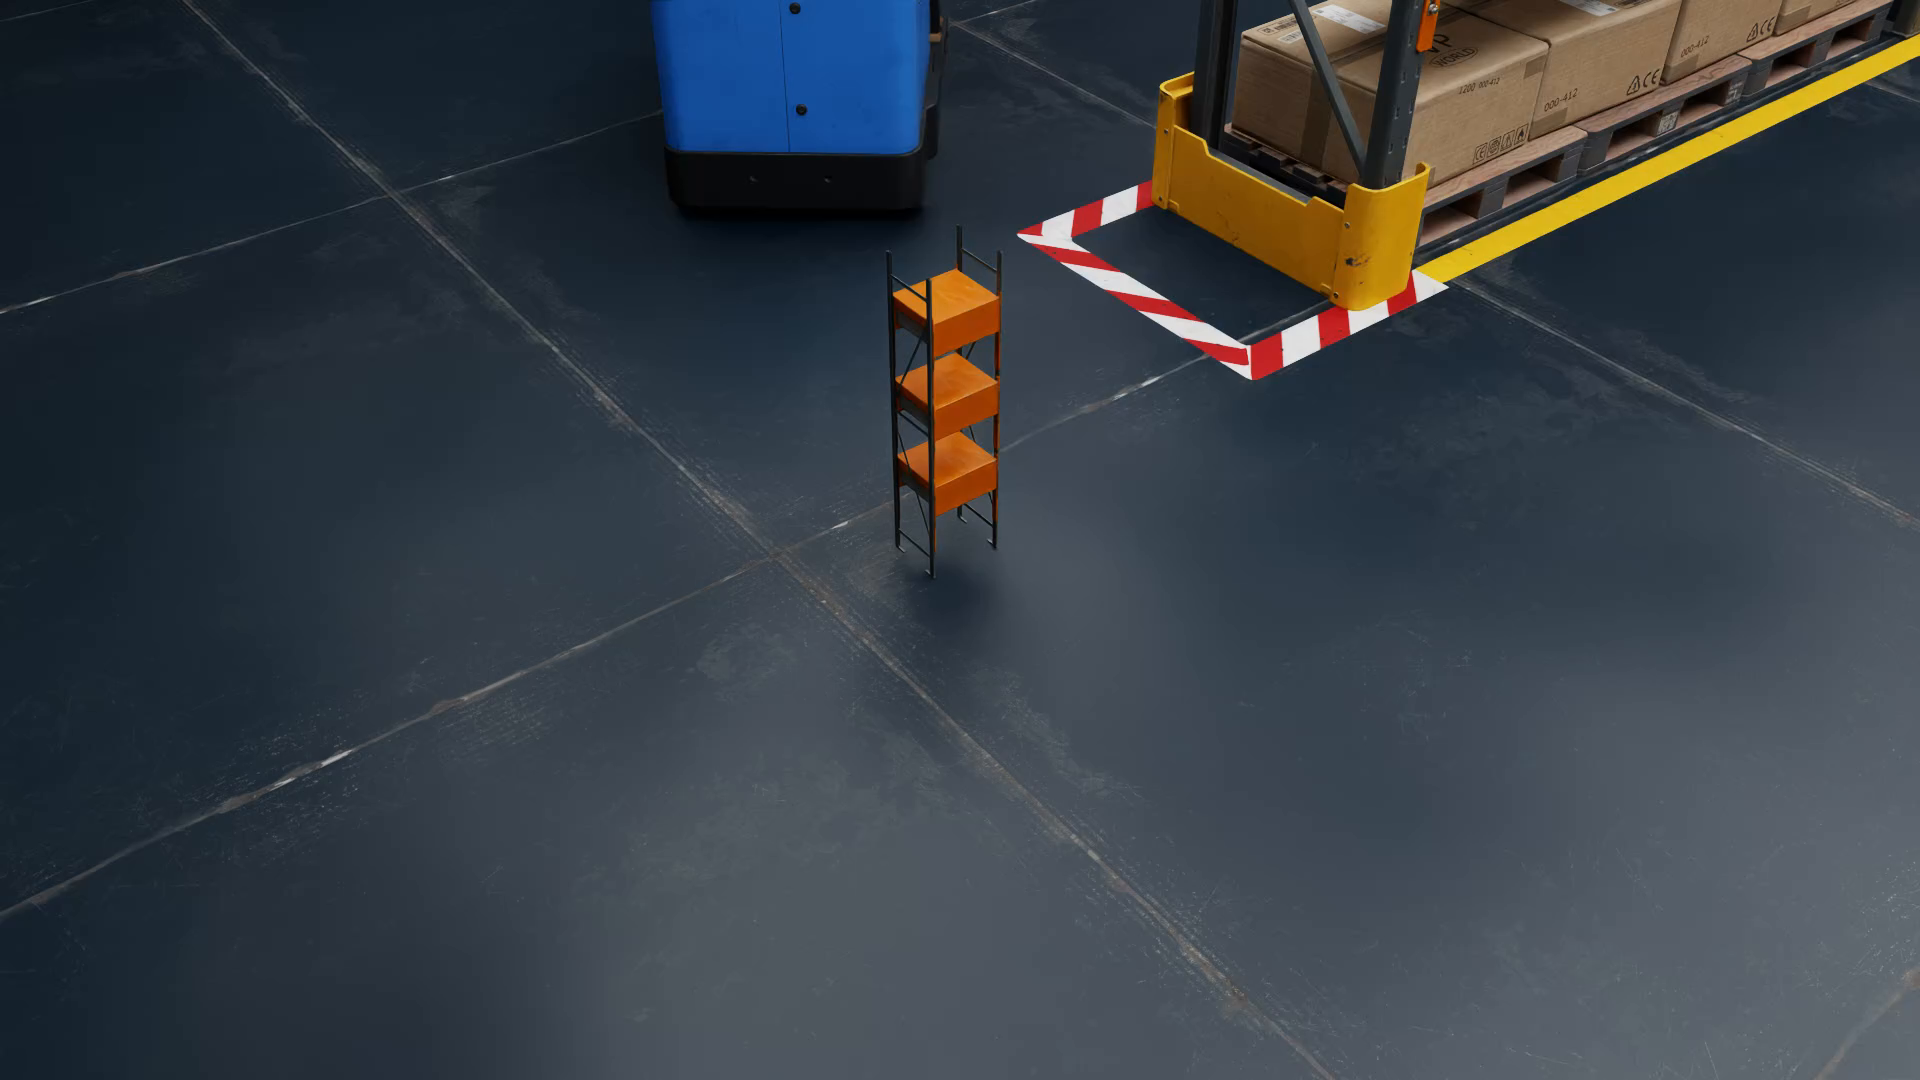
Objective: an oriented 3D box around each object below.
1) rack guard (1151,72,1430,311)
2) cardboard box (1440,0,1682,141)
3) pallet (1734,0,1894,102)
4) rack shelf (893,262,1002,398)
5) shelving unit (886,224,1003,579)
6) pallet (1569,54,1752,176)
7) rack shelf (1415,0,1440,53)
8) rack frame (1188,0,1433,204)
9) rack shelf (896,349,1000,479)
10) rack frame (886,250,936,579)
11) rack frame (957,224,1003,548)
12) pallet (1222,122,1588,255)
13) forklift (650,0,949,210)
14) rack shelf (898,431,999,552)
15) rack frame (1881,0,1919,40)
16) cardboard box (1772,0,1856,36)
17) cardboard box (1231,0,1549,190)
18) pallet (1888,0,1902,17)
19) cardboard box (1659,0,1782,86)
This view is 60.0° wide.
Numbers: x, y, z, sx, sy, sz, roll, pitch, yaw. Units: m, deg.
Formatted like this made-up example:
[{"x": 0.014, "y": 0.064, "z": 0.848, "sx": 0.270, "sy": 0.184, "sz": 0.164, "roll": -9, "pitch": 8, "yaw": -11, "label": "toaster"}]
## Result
[{"x": 1.269, "y": -1.405, "z": 6.568, "sx": 0.348, "sy": 0.500, "sz": 1.175, "roll": -26, "pitch": 46, "yaw": -28, "label": "rack guard"}, {"x": 2.471, "y": -2.215, "z": 7.274, "sx": 0.875, "sy": 0.438, "sz": 0.875, "roll": -25, "pitch": 45, "yaw": -27, "label": "cardboard box"}, {"x": 3.809, "y": -2.593, "z": 8.245, "sx": 1.213, "sy": 0.211, "sz": 1.003, "roll": -26, "pitch": 46, "yaw": -28, "label": "pallet"}, {"x": -0.042, "y": -0.596, "z": 4.719, "sx": 0.240, "sy": 0.259, "sz": 0.215, "roll": -26, "pitch": 46, "yaw": -28, "label": "rack shelf"}, {"x": -0.042, "y": -0.385, "z": 4.892, "sx": 0.252, "sy": 1.050, "sz": 0.215, "roll": -26, "pitch": 46, "yaw": -28, "label": "shelving unit"}, {"x": 2.841, "y": -2.119, "z": 7.667, "sx": 1.213, "sy": 0.211, "sz": 1.003, "roll": -26, "pitch": 46, "yaw": -28, "label": "pallet"}, {"x": 2.874, "y": -2.875, "z": 6.957, "sx": 4.000, "sy": 0.370, "sz": 1.077, "roll": -26, "pitch": 46, "yaw": -28, "label": "rack shelf"}, {"x": 1.288, "y": -2.380, "z": 5.786, "sx": 0.127, "sy": 3.000, "sz": 1.000, "roll": -26, "pitch": 46, "yaw": -28, "label": "rack frame"}, {"x": -0.042, "y": -0.377, "z": 4.899, "sx": 0.240, "sy": 0.259, "sz": 0.215, "roll": -26, "pitch": 46, "yaw": -28, "label": "rack shelf"}, {"x": -0.139, "y": -0.338, "z": 4.834, "sx": 0.008, "sy": 1.050, "sz": 0.200, "roll": -26, "pitch": 46, "yaw": -28, "label": "rack frame"}, {"x": 0.054, "y": -0.432, "z": 4.949, "sx": 0.008, "sy": 1.050, "sz": 0.200, "roll": -26, "pitch": 46, "yaw": -28, "label": "rack frame"}, {"x": 1.874, "y": -1.650, "z": 7.096, "sx": 1.213, "sy": 0.211, "sz": 1.003, "roll": -26, "pitch": 46, "yaw": -28, "label": "pallet"}, {"x": -0.626, "y": -3.391, "z": 7.072, "sx": 1.130, "sy": 2.935, "sz": 3.031, "roll": 1, "pitch": 39, "yaw": 2, "label": "forklift"}, {"x": -0.042, "y": -0.162, "z": 5.075, "sx": 0.240, "sy": 0.259, "sz": 0.215, "roll": -26, "pitch": 46, "yaw": -28, "label": "rack shelf"}, {"x": 4.460, "y": -3.926, "z": 7.671, "sx": 0.127, "sy": 3.000, "sz": 1.000, "roll": -26, "pitch": 46, "yaw": -28, "label": "rack frame"}, {"x": 3.897, "y": -2.909, "z": 8.120, "sx": 0.875, "sy": 0.438, "sz": 0.875, "roll": -27, "pitch": 46, "yaw": -29, "label": "cardboard box"}, {"x": 1.751, "y": -1.857, "z": 6.838, "sx": 0.875, "sy": 0.438, "sz": 0.875, "roll": -28, "pitch": 47, "yaw": -29, "label": "cardboard box"}, {"x": 5.026, "y": -3.184, "z": 8.965, "sx": 1.213, "sy": 0.211, "sz": 1.003, "roll": -26, "pitch": 46, "yaw": -28, "label": "pallet"}, {"x": 3.187, "y": -2.563, "z": 7.698, "sx": 0.875, "sy": 0.438, "sz": 0.875, "roll": -27, "pitch": 47, "yaw": -29, "label": "cardboard box"}]
